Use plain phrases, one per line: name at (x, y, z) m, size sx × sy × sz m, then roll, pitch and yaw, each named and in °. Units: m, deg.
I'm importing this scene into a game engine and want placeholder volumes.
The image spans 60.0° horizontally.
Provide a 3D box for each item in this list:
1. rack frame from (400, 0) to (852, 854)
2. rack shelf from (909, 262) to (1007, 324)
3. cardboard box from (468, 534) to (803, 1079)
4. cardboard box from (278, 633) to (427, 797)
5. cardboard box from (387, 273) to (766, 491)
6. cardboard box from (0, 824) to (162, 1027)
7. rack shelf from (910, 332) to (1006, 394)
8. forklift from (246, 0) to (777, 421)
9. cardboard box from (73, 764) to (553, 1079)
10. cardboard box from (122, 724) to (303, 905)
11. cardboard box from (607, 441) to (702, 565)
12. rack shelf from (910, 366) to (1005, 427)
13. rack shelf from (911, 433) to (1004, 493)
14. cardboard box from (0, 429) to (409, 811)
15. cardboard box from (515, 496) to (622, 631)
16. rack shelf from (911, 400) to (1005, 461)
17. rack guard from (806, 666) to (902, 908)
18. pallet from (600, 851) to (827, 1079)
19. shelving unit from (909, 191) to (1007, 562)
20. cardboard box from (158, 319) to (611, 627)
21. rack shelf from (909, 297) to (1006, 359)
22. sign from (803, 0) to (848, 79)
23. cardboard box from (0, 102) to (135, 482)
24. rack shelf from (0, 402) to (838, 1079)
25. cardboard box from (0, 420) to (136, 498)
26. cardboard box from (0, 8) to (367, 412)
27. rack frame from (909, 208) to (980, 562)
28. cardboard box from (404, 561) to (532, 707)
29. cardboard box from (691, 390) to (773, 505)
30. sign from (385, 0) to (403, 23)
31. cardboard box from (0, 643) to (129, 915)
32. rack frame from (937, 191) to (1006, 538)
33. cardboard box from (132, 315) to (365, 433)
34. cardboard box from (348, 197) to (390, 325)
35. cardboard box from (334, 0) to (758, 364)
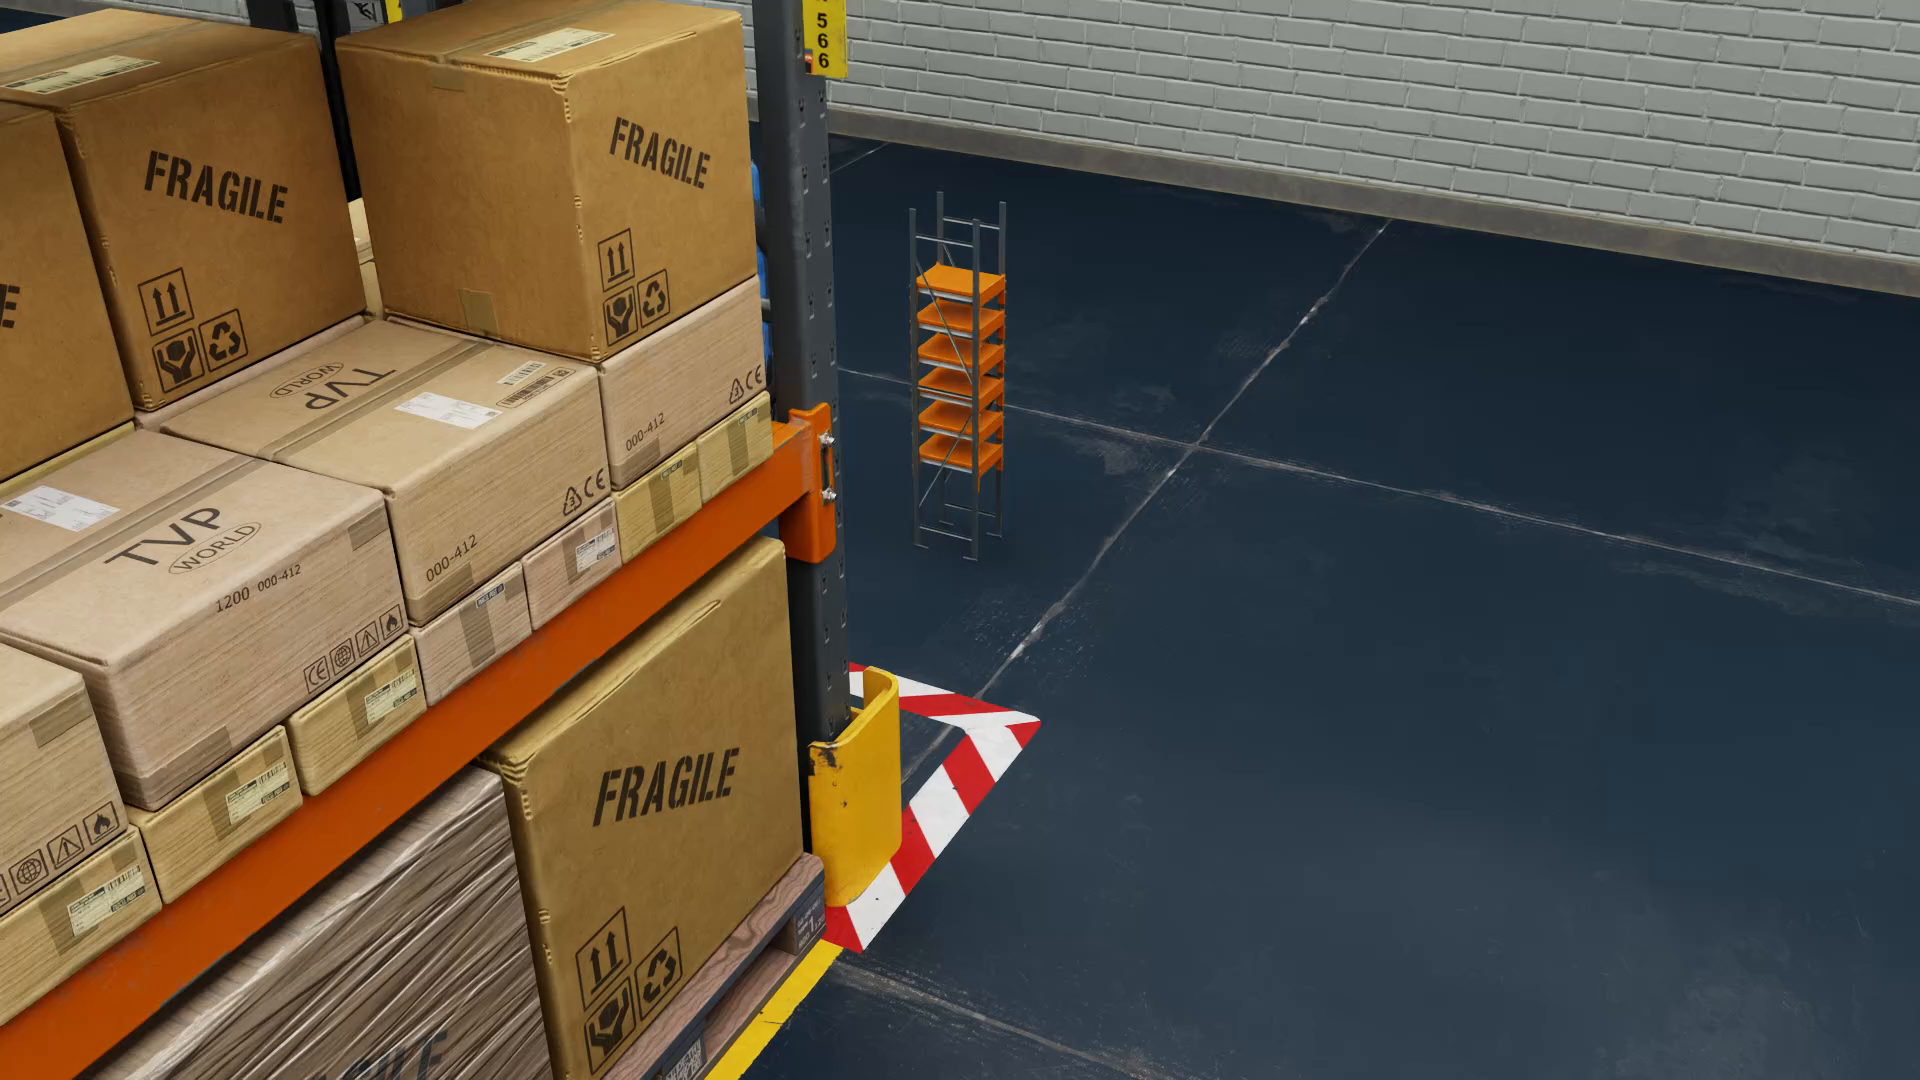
rack frame at (-0.739, -0.570, 3.730) m, size 1.000 × 3.000 × 0.127 m, roll 14°, pitch 33°, yaw 23°
rack shelf at (-0.007, -0.788, 5.283) m, size 0.258 × 0.103 × 0.180 m, roll 14°, pitch 33°, yaw 23°
cardboard box at (-0.960, 0.471, 3.629) m, size 0.875 × 0.875 × 0.875 m, roll 14°, pitch 33°, yaw 23°
cardboard box at (-1.072, 0.225, 2.598) m, size 0.380 × 0.149 × 0.250 m, roll 14°, pitch 33°, yaw 22°
cardboard box at (-0.724, -0.359, 3.214) m, size 0.500 × 0.250 × 0.500 m, roll 14°, pitch 33°, yaw 23°
cardboard box at (-1.305, 0.449, 2.207) m, size 0.380 × 0.149 × 0.250 m, roll 15°, pitch 33°, yaw 24°
rack shelf at (-0.007, -0.579, 5.402) m, size 0.258 × 0.103 × 0.180 m, roll 14°, pitch 33°, yaw 23°
forklift at (-2.250, -1.539, 5.486) m, size 3.031 × 2.935 × 1.130 m, roll 2°, pitch 30°, yaw 3°
cardboard box at (-1.374, 0.875, 2.926) m, size 0.875 × 0.875 × 0.875 m, roll 14°, pitch 33°, yaw 23°
cardboard box at (-1.190, 0.340, 2.398) m, size 0.380 × 0.149 × 0.250 m, roll 14°, pitch 33°, yaw 23°
cardboard box at (-0.725, -0.113, 3.186) m, size 0.380 × 0.149 × 0.250 m, roll 15°, pitch 33°, yaw 24°
rack shelf at (-0.007, -0.475, 5.462) m, size 0.258 × 0.103 × 0.180 m, roll 14°, pitch 33°, yaw 23°
rack shelf at (-0.007, -0.267, 5.582) m, size 0.258 × 0.103 × 0.180 m, roll 14°, pitch 33°, yaw 23°
cardboard box at (-1.187, 0.092, 2.430) m, size 0.500 × 0.250 × 0.500 m, roll 13°, pitch 32°, yaw 22°
cardboard box at (-0.841, -0.001, 2.992) m, size 0.380 × 0.149 × 0.250 m, roll 14°, pitch 33°, yaw 23°
rack shelf at (-0.007, -0.371, 5.522) m, size 0.258 × 0.103 × 0.180 m, roll 14°, pitch 33°, yaw 23°
rack guard at (-0.728, 0.504, 4.371) m, size 1.175 × 0.500 × 0.348 m, roll 14°, pitch 33°, yaw 23°
pallet at (-1.034, 1.012, 3.776) m, size 1.003 × 0.211 × 1.213 m, roll 14°, pitch 33°, yaw 23°
shelving unit at (-0.007, -0.514, 5.440) m, size 0.258 × 1.200 × 0.189 m, roll 14°, pitch 33°, yaw 23°
cardboard box at (-0.955, -0.134, 2.823) m, size 0.500 × 0.250 × 0.500 m, roll 14°, pitch 33°, yaw 22°
rack shelf at (-0.007, -0.683, 5.343) m, size 0.258 × 0.103 × 0.180 m, roll 14°, pitch 33°, yaw 23°
sign at (-0.262, -1.045, 3.157) m, size 0.100 × 0.325 × 0.005 m, roll 14°, pitch 33°, yaw 23°
cardboard box at (-1.657, -0.355, 2.454) m, size 0.500 × 0.500 × 0.500 m, roll 13°, pitch 32°, yaw 22°
rack shelf at (-1.650, 0.629, 2.365) m, size 1.077 × 0.370 × 4.000 m, roll 14°, pitch 33°, yaw 23°
cardboard box at (-1.661, -0.028, 2.639) m, size 0.500 × 0.250 × 0.500 m, roll 13°, pitch 32°, yaw 22°
cardboard box at (-1.426, -0.586, 2.857) m, size 0.500 × 0.500 × 0.500 m, roll 13°, pitch 33°, yaw 22°
rack frame at (-0.048, -0.473, 5.369) m, size 0.240 × 1.200 × 0.006 m, roll 14°, pitch 33°, yaw 23°
cardboard box at (-0.956, 0.109, 2.800) m, size 0.380 × 0.149 × 0.250 m, roll 15°, pitch 33°, yaw 24°
cardboard box at (-0.608, -0.228, 3.387) m, size 0.380 × 0.149 × 0.250 m, roll 15°, pitch 33°, yaw 24°
sign at (-1.231, -1.108, 3.718) m, size 0.100 × 0.325 × 0.005 m, roll 14°, pitch 33°, yaw 23°
cardboard box at (-1.421, 0.324, 2.026) m, size 0.500 × 0.250 × 0.500 m, roll 14°, pitch 33°, yaw 23°
rack frame at (0.035, -0.554, 5.511) m, size 0.240 × 1.200 × 0.006 m, roll 14°, pitch 33°, yaw 23°
cardboard box at (-1.429, -0.250, 3.025) m, size 0.500 × 0.250 × 0.500 m, roll 14°, pitch 33°, yaw 23°
cardboard box at (-1.198, -0.482, 3.429) m, size 0.500 × 0.250 × 0.500 m, roll 13°, pitch 32°, yaw 22°
cardboard box at (-0.727, -0.683, 3.026) m, size 0.500 × 0.500 × 0.500 m, roll 15°, pitch 33°, yaw 24°
